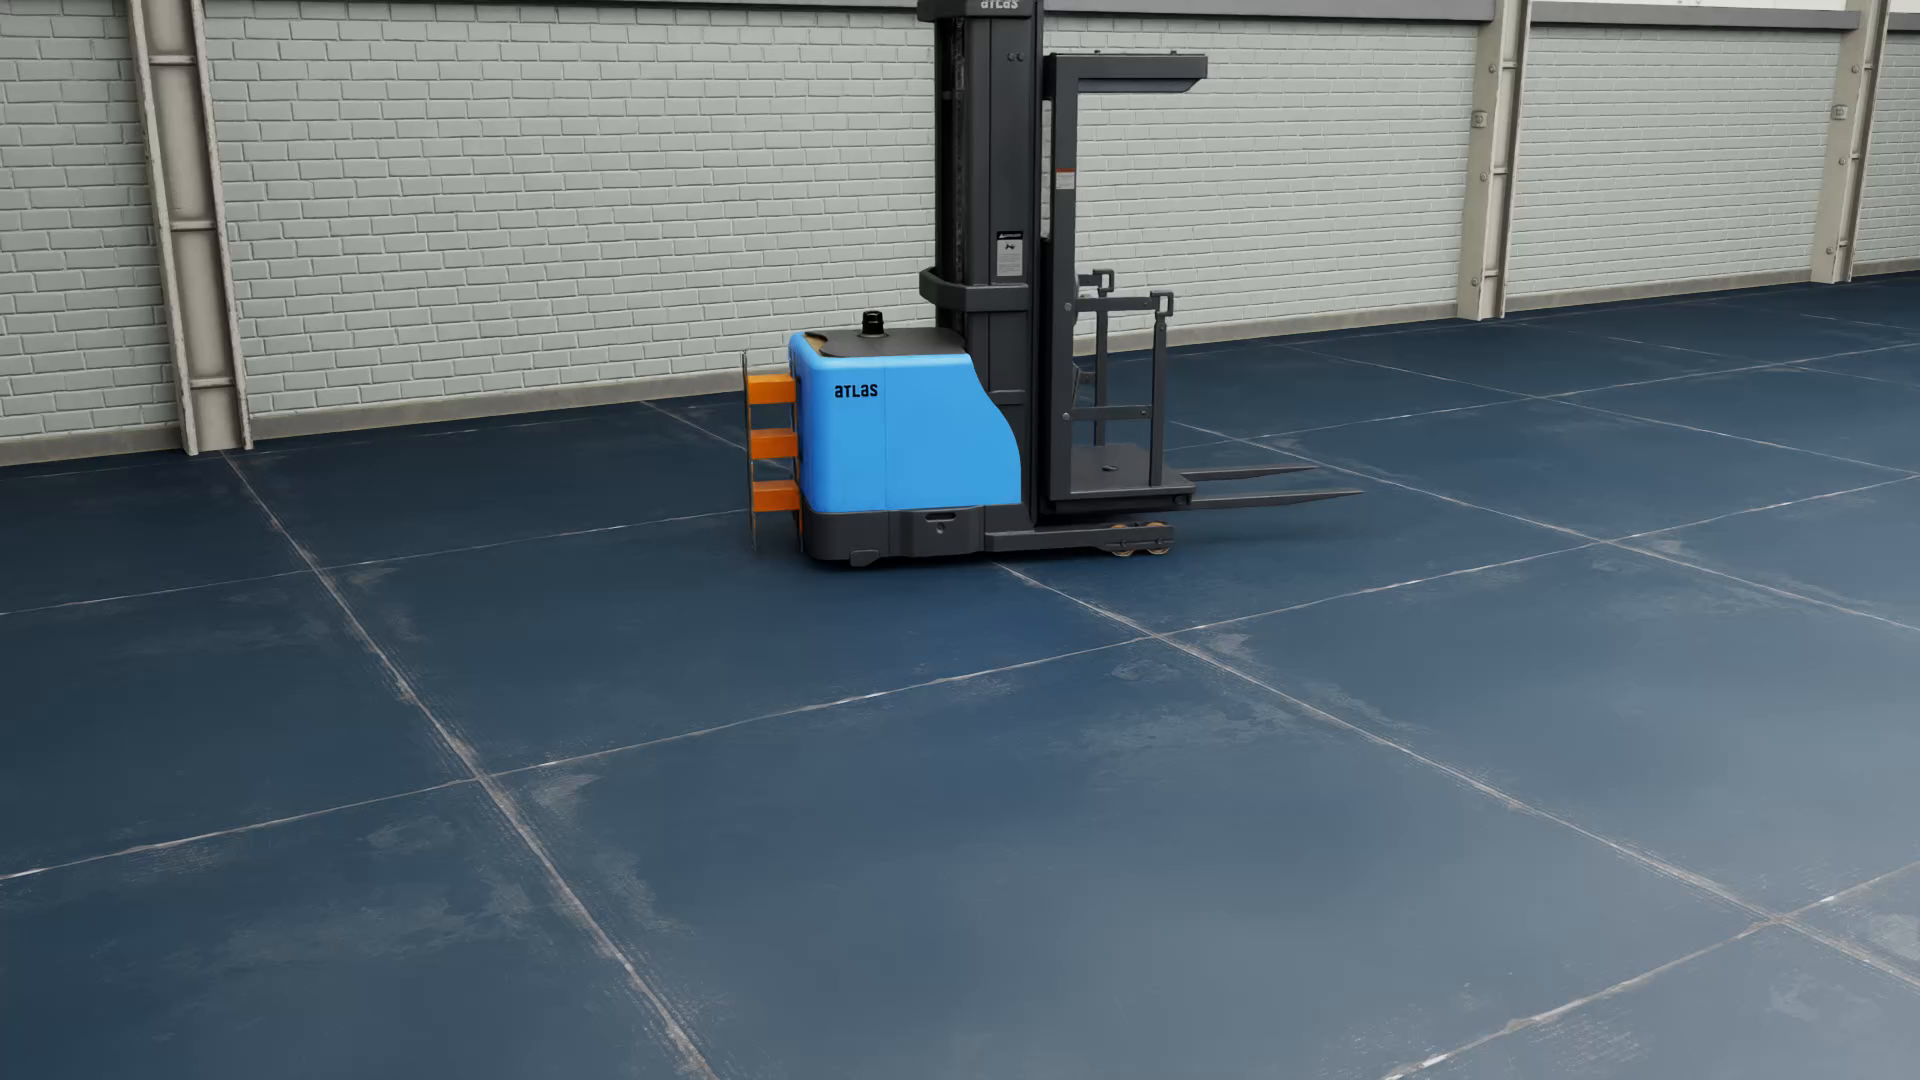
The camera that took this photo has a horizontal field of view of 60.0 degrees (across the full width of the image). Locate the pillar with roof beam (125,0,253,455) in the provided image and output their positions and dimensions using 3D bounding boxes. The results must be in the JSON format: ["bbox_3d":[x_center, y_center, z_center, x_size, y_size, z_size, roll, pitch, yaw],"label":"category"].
[{"bbox_3d":[-2.739,-3.953,6.340,0.400,9.000,9.100,-9,18,-30],"label":"pillar with roof beam"}]

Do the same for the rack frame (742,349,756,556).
[{"bbox_3d":[-1.085,-0.446,8.557,0.008,1.050,0.200,-4,16,-11],"label":"rack frame"}]

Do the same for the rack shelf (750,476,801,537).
[{"bbox_3d":[-0.962,-0.177,8.660,0.240,0.259,0.215,-4,16,-11],"label":"rack shelf"}]

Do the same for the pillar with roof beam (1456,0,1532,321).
[{"bbox_3d":[7.547,-5.621,12.291,0.400,9.000,9.100,-9,18,-30],"label":"pillar with roof beam"}]

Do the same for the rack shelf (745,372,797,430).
[{"bbox_3d":[-0.969,-0.718,8.507,0.240,0.259,0.215,-4,16,-11],"label":"rack shelf"}]

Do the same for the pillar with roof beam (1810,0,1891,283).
[{"bbox_3d":[12.690,-6.455,15.266,0.400,9.000,9.100,-9,18,-30],"label":"pillar with roof beam"}]

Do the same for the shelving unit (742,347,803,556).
[{"bbox_3d":[-0.966,-0.455,8.581,0.252,1.050,0.215,-4,16,-11],"label":"shelving unit"}]

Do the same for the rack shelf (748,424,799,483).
[{"bbox_3d":[-0.966,-0.445,8.584,0.240,0.259,0.215,-4,16,-11],"label":"rack shelf"}]

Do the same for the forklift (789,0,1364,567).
[{"bbox_3d":[0.643,-1.460,8.687,3.031,2.935,1.130,-3,16,-12],"label":"forklift"}]

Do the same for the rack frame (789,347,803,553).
[{"bbox_3d":[-0.847,-0.463,8.605,0.008,1.050,0.200,-4,16,-11],"label":"rack frame"}]
